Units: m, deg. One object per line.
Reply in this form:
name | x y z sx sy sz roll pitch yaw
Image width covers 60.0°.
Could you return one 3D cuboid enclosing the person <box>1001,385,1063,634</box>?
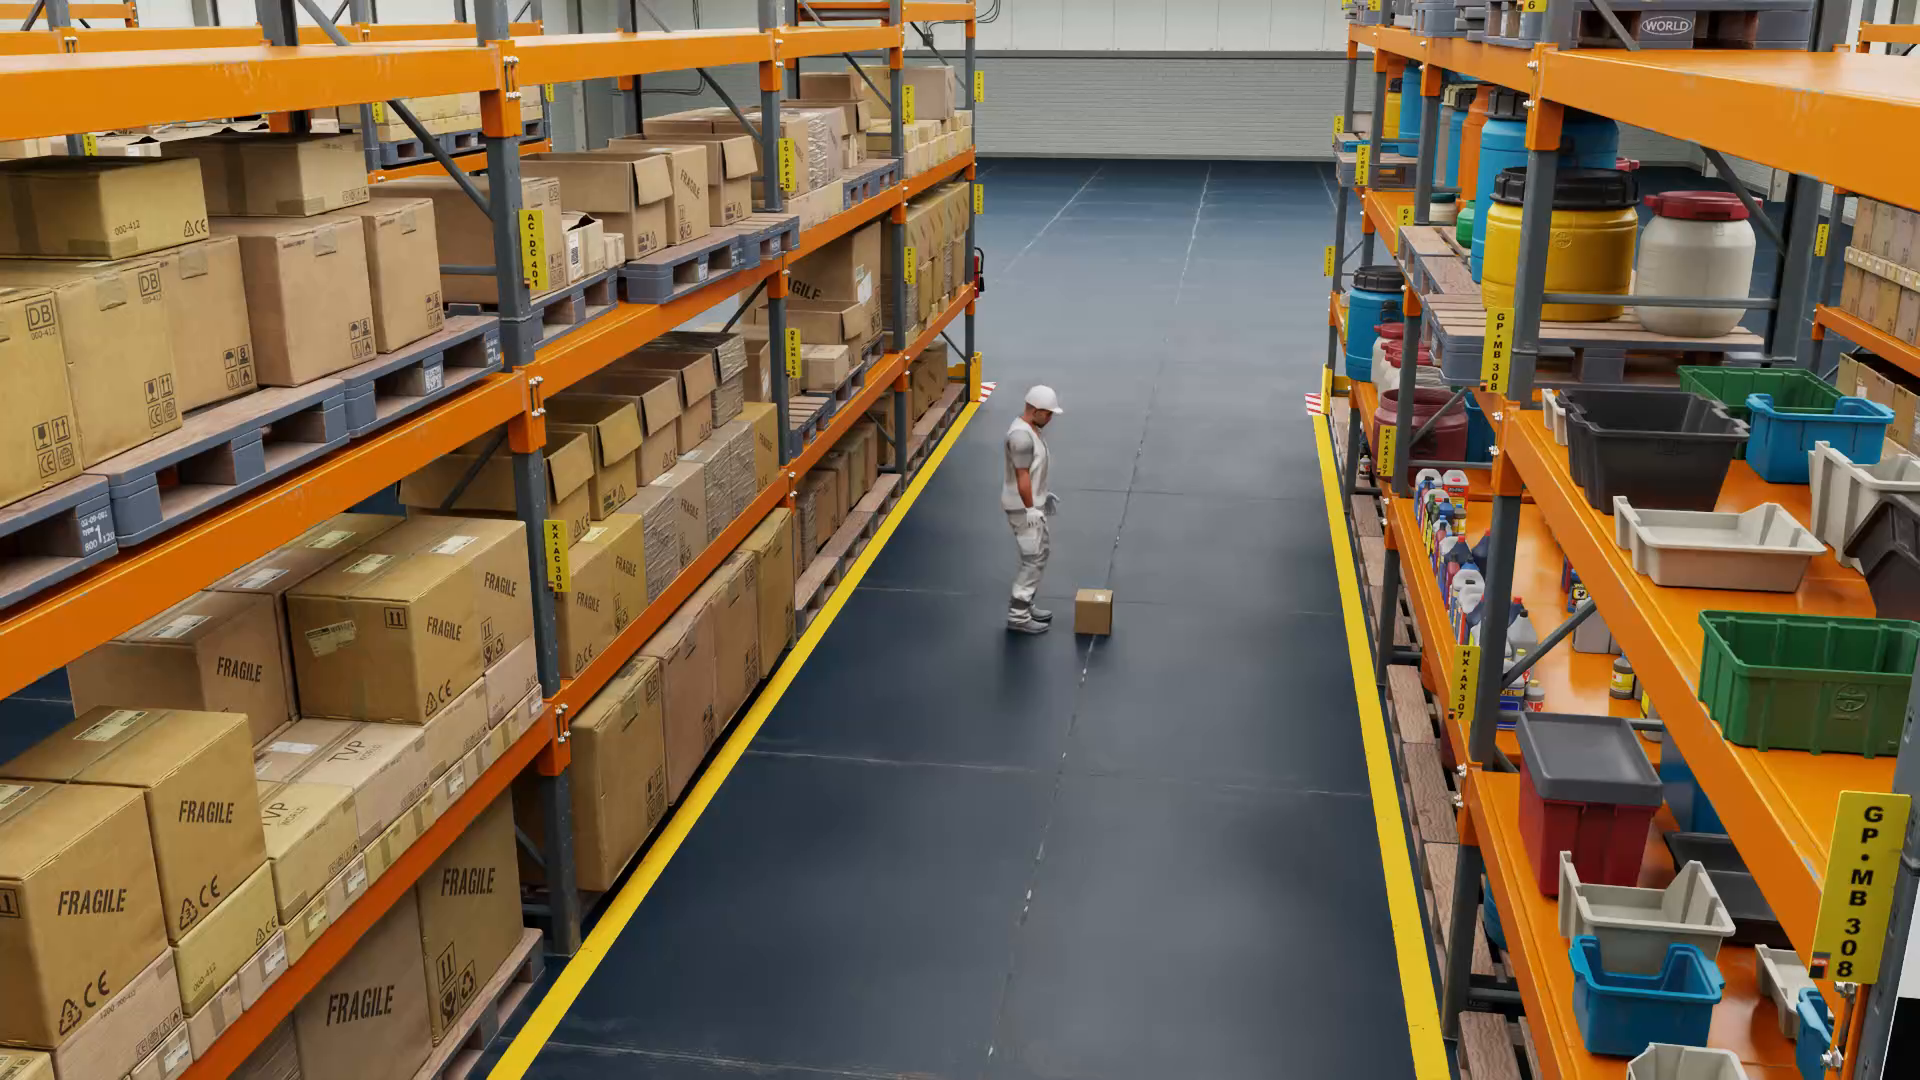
person | 0.510 -0.235 11.803 0.413 1.758 0.536 3 18 10
